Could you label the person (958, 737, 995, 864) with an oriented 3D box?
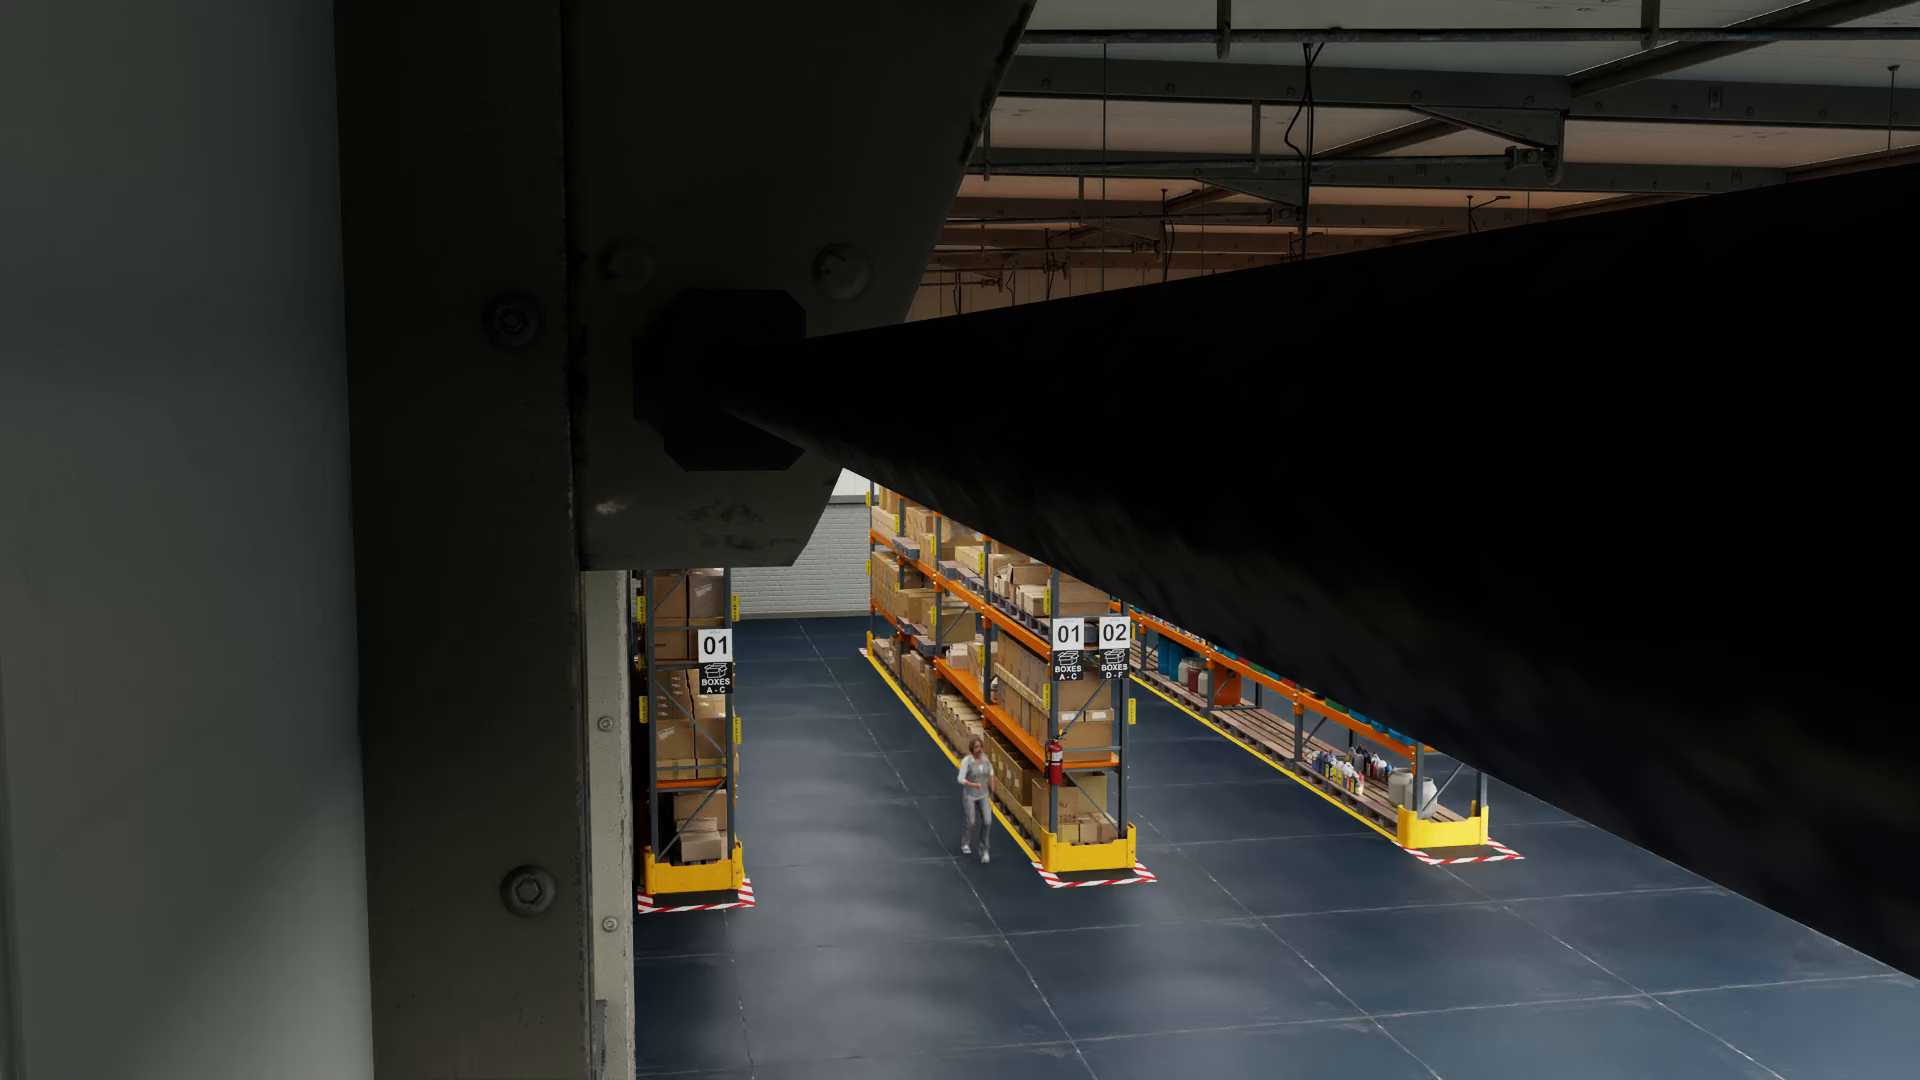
[{"bbox_3d":[0.219,3.381,21.285,0.560,1.558,0.696,-2,6,-21],"label":"person"}]
